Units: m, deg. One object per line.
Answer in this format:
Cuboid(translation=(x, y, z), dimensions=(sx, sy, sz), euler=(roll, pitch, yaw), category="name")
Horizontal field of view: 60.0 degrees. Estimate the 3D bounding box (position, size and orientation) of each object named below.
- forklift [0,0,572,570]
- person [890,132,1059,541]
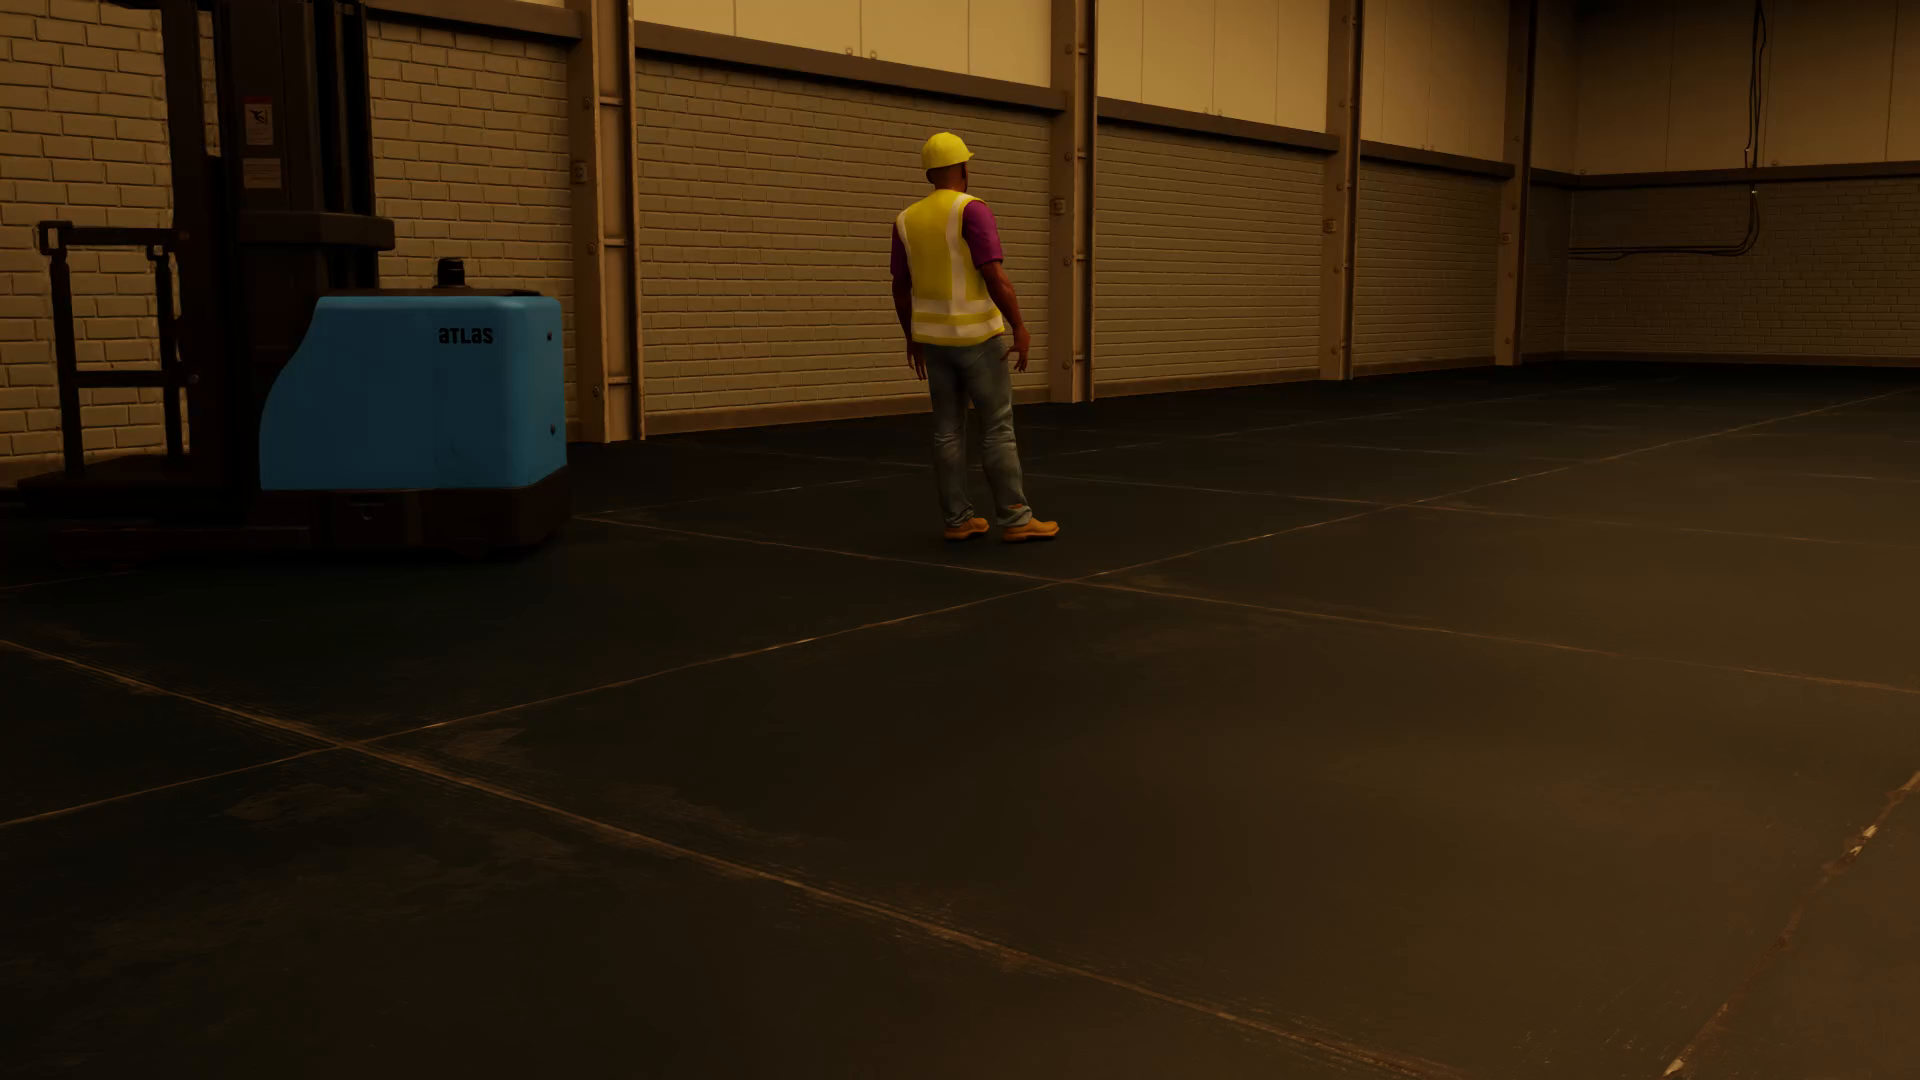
Cuboid(translation=(-3.271, -1.412, 6.931), dimensions=(3.031, 2.935, 1.130), euler=(-1, 8, -4), category="forklift")
Cuboid(translation=(0.049, -0.888, 7.325), dimensions=(0.665, 1.765, 0.577), euler=(7, 11, 38), category="person")
